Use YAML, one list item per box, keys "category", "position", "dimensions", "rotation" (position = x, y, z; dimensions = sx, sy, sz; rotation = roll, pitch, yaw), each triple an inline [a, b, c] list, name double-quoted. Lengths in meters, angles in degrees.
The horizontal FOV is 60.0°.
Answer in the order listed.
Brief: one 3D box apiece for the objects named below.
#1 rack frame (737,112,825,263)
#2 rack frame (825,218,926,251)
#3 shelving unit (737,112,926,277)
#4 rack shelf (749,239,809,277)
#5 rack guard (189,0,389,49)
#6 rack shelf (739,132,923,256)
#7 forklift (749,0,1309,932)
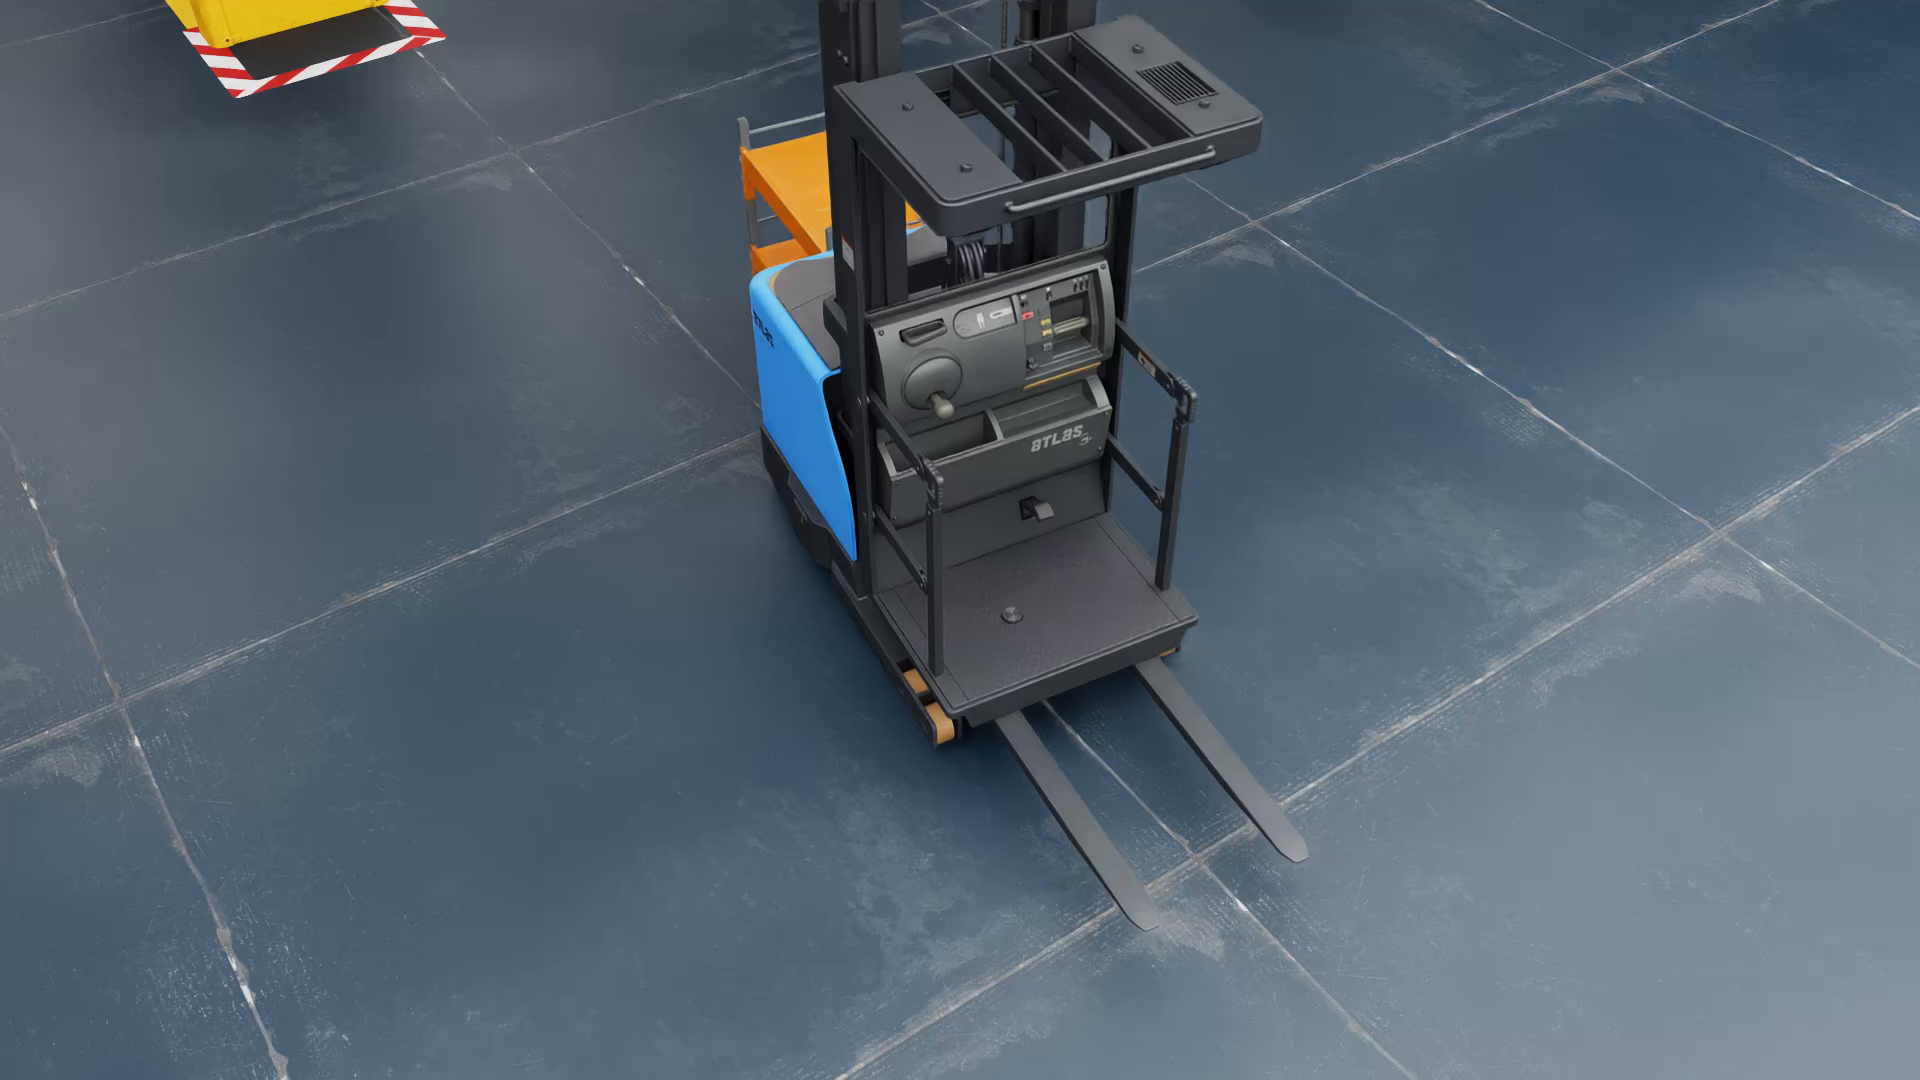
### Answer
- category: "rack frame"
  position: [-0.797, -1.598, 8.100]
  dimensions: [0.500, 1.125, 0.032]
  rotation: [-19, 47, -19]
- category: "rack frame"
  position: [-0.337, -0.972, 7.444]
  dimensions: [0.500, 1.125, 0.032]
  rotation: [-19, 47, -19]
- category: "shelving unit"
  position: [-0.567, -1.285, 7.772]
  dimensions: [0.538, 1.125, 1.048]
  rotation: [-19, 47, -19]
- category: "rack shelf"
  position: [-0.567, -1.108, 7.941]
  dimensions: [0.538, 0.278, 1.000]
  rotation: [-19, 47, -19]
- category: "rack guard"
  position: [-4.316, -3.590, 10.640]
  dimensions: [1.175, 0.500, 0.348]
  rotation: [-26, 49, -24]
- category: "rack shelf"
  position: [-0.567, -1.497, 7.570]
  dimensions: [0.538, 0.278, 1.000]
  rotation: [-19, 47, -19]
- category: "forklift"
  position: [0.231, -0.628, 5.776]
  dimensions: [1.130, 2.935, 3.031]
  rotation: [-19, 47, -19]
